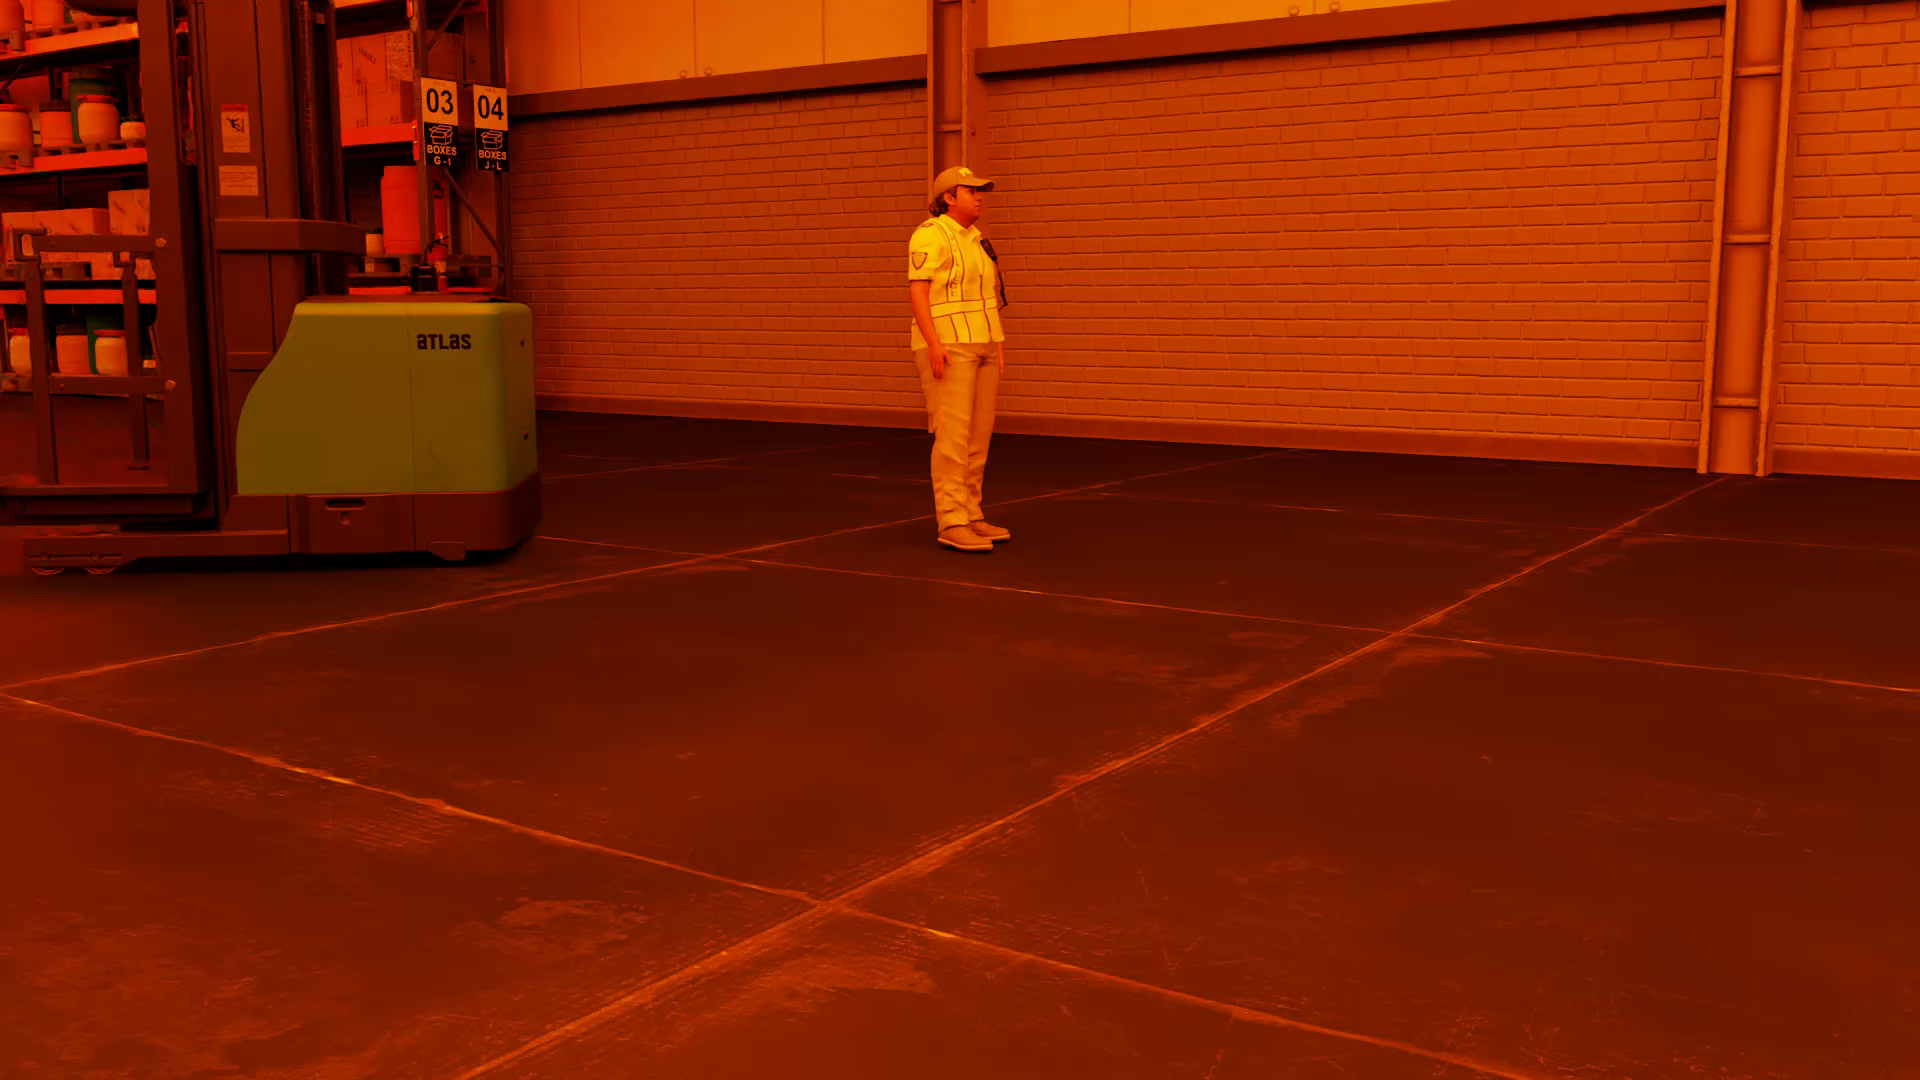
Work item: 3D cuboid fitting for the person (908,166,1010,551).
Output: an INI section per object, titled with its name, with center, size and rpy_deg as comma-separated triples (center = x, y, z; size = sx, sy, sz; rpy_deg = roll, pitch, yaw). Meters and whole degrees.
[person]
center = 0.051, -0.824, 7.424
size = 0.529, 1.670, 0.599
rpy_deg = 5, 10, 34

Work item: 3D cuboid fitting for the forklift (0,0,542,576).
[forklift]
center = -3.402, -1.388, 6.954
size = 3.031, 2.935, 1.130
rpy_deg = -1, 8, -6
